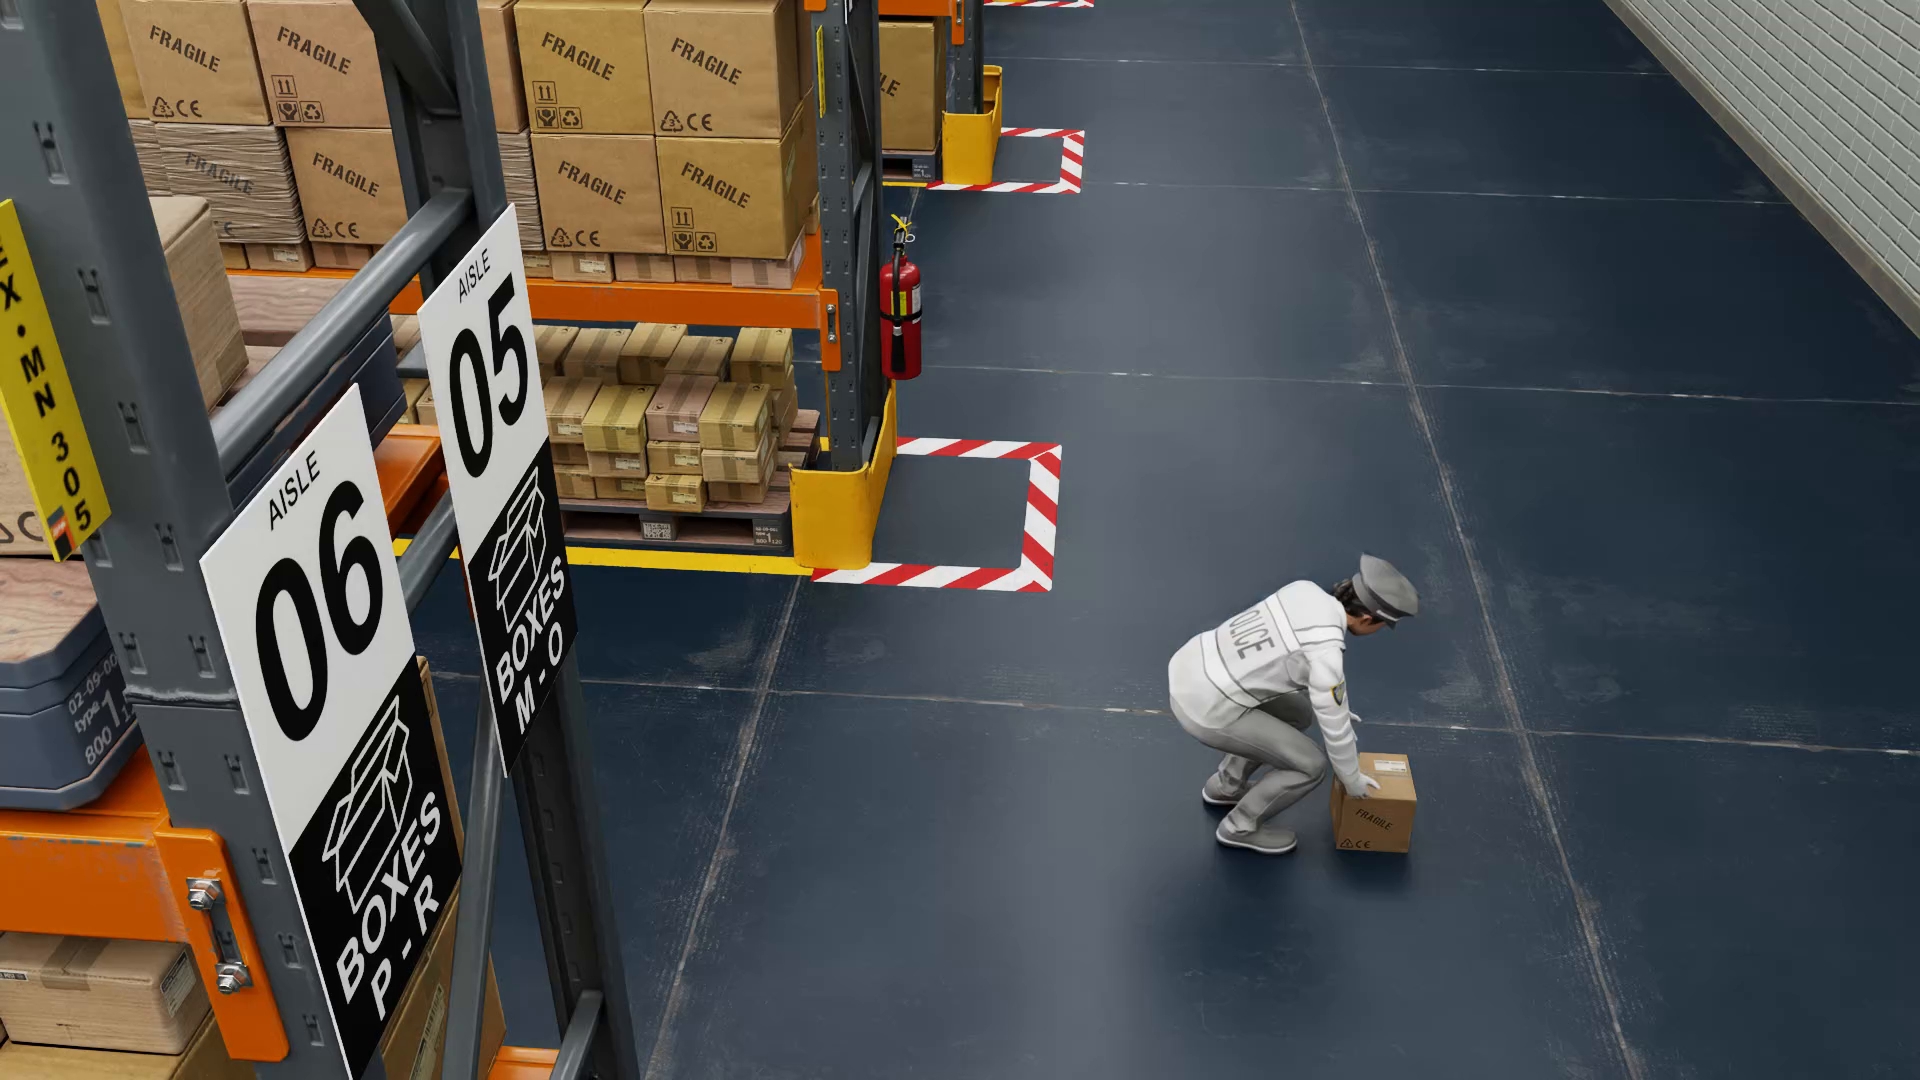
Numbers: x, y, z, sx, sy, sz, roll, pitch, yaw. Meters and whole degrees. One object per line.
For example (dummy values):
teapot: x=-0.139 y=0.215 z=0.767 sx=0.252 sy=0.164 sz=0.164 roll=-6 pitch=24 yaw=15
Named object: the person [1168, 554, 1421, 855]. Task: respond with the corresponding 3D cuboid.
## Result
person: x=1.132 y=0.548 z=5.798 sx=0.820 sy=1.101 sz=0.510 roll=2 pitch=32 yaw=4
